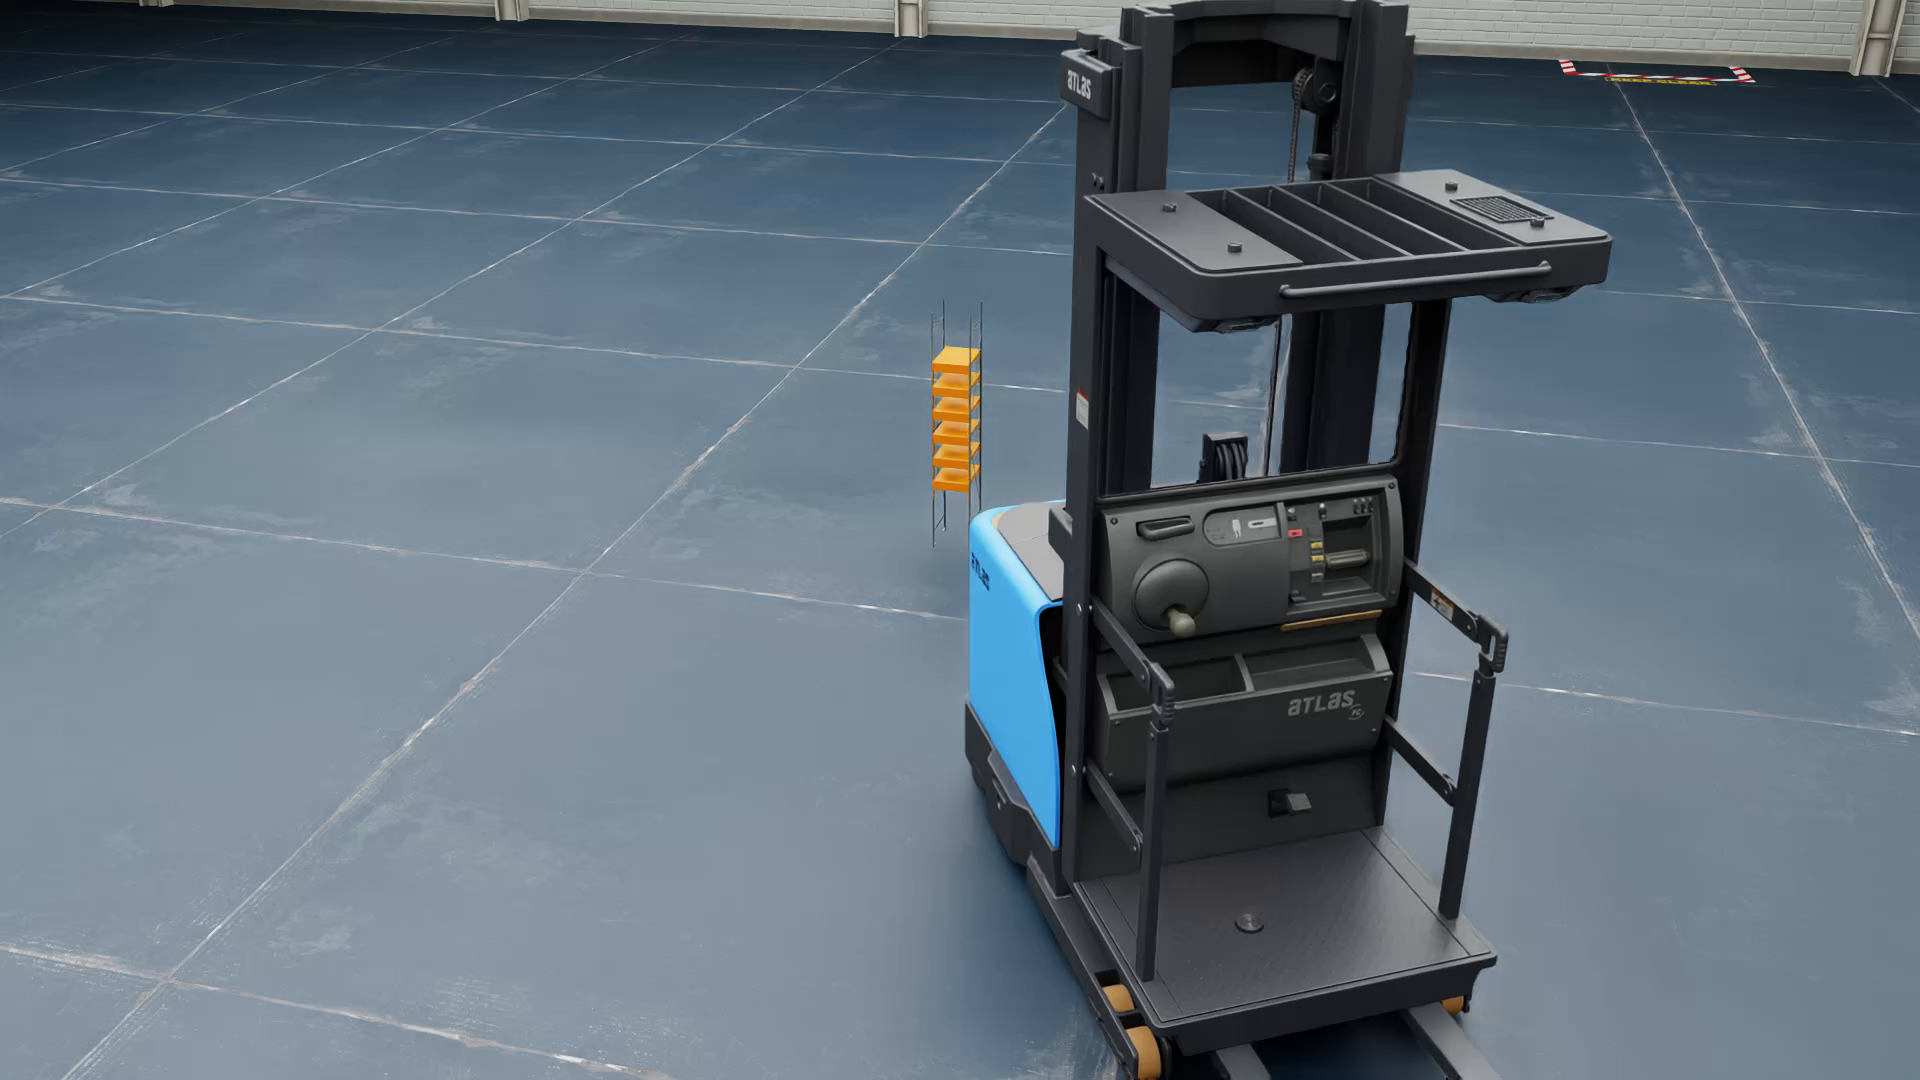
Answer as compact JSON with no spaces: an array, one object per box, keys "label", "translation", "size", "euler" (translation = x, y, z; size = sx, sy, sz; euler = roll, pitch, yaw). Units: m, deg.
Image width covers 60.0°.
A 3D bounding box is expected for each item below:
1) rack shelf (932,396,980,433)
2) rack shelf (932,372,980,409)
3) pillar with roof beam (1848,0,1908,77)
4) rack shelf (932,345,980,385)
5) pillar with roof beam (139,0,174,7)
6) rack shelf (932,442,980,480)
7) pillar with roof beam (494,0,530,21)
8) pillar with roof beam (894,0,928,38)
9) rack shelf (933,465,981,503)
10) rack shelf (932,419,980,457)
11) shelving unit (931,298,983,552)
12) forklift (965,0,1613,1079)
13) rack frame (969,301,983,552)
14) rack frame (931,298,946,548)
[{"label":"rack shelf","translation":[-0.014,-0.612,7.963],"size":[0.180,0.103,0.258],"euler":[6,26,13]},{"label":"rack shelf","translation":[-0.014,-0.720,7.911],"size":[0.180,0.103,0.258],"euler":[6,26,13]},{"label":"pillar with roof beam","translation":[9.887,-7.891,14.357],"size":[0.400,9.000,9.100],"euler":[6,26,13]},{"label":"rack shelf","translation":[-0.014,-0.828,7.860],"size":[0.180,0.103,0.258],"euler":[6,26,13]},{"label":"pillar with roof beam","translation":[-13.357,-10.461,19.754],"size":[0.400,9.000,9.100],"euler":[6,26,13]},{"label":"rack shelf","translation":[-0.014,-0.395,8.066],"size":[0.180,0.103,0.258],"euler":[6,26,13]},{"label":"pillar with roof beam","translation":[-7.546,-9.818,18.404],"size":[0.400,9.000,9.100],"euler":[6,26,13]},{"label":"pillar with roof beam","translation":[-1.735,-9.176,17.055],"size":[0.400,9.000,9.100],"euler":[6,26,13]},{"label":"rack shelf","translation":[-0.014,-0.286,8.118],"size":[0.180,0.103,0.258],"euler":[6,26,13]},{"label":"rack shelf","translation":[-0.014,-0.503,8.014],"size":[0.180,0.103,0.258],"euler":[6,26,13]},{"label":"shelving unit","translation":[-0.014,-0.543,7.995],"size":[0.189,1.200,0.258],"euler":[6,26,13]},{"label":"forklift","translation":[0.927,0.085,4.661],"size":[1.130,2.935,3.031],"euler":[-7,26,-15]},{"label":"rack frame","translation":[0.075,-0.533,7.975],"size":[0.006,1.200,0.240],"euler":[6,26,13]},{"label":"rack frame","translation":[-0.103,-0.553,8.016],"size":[0.006,1.200,0.240],"euler":[6,26,13]}]
